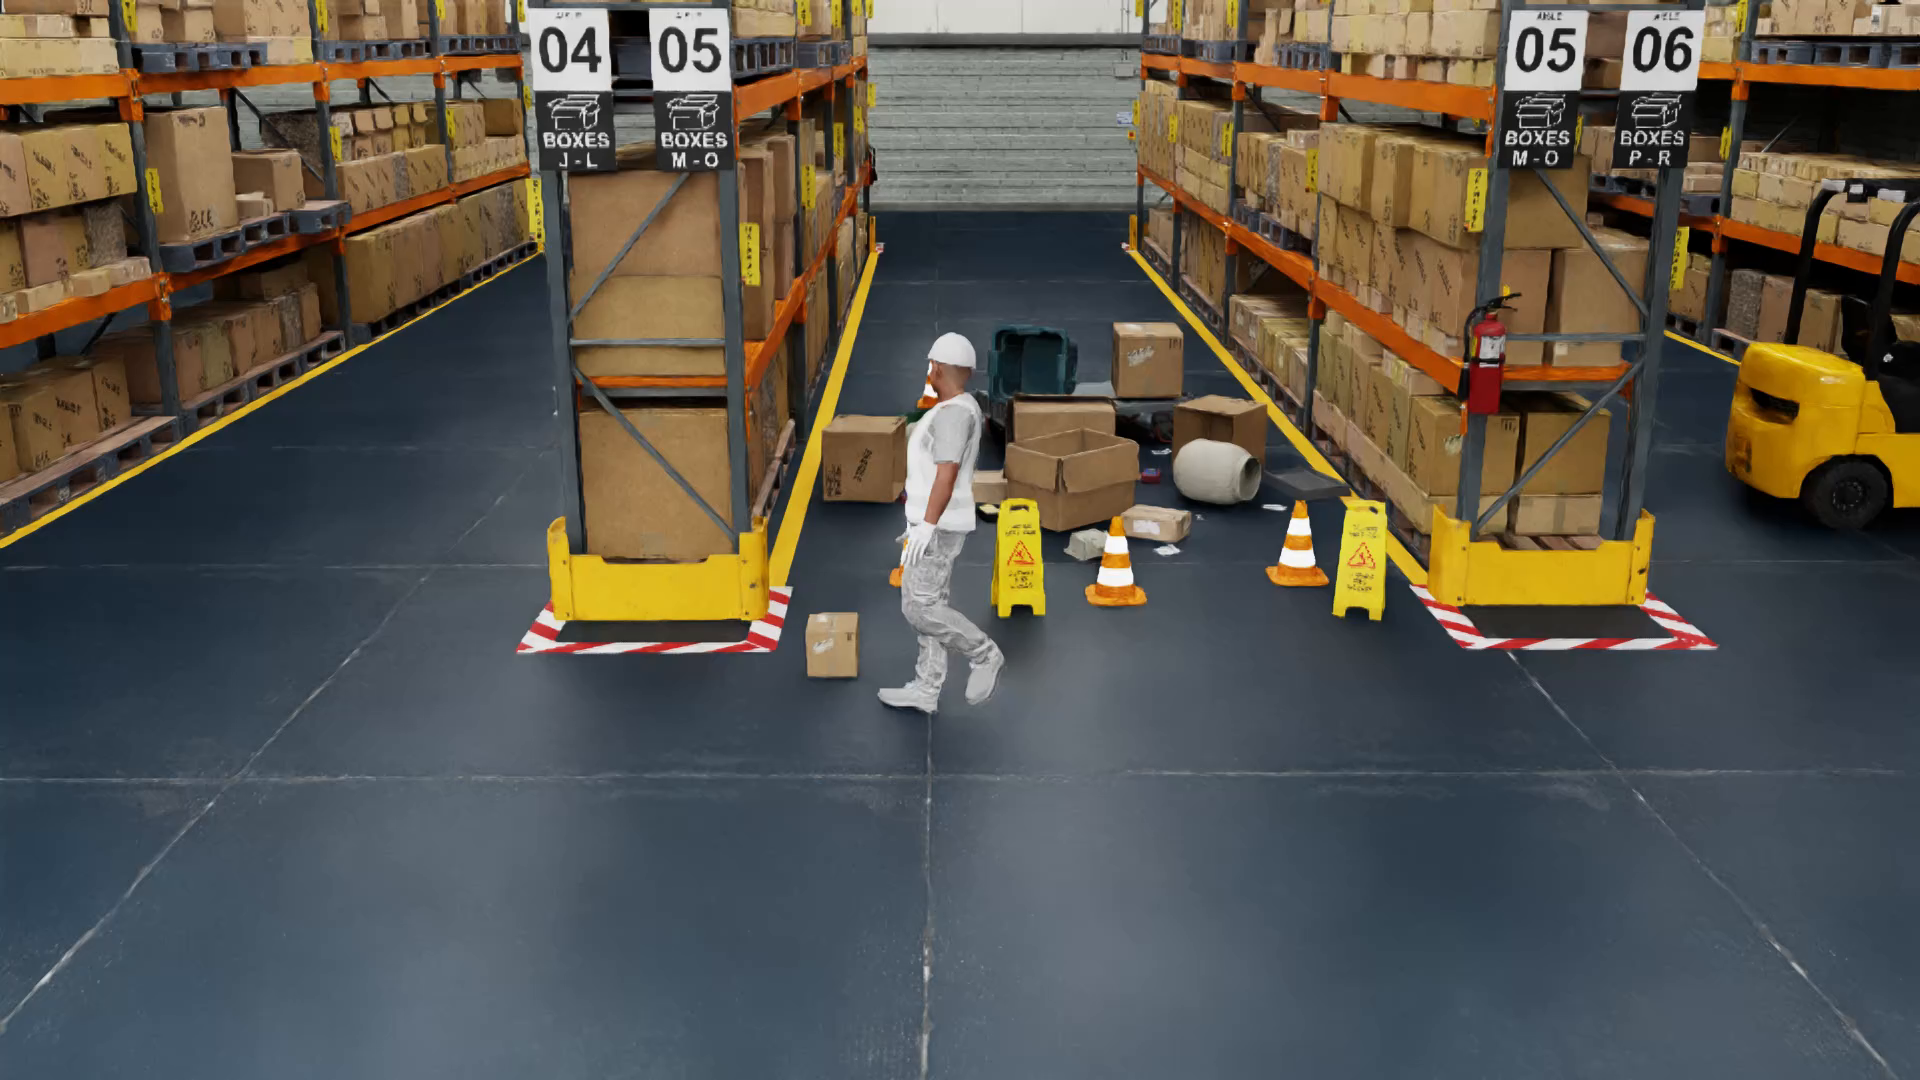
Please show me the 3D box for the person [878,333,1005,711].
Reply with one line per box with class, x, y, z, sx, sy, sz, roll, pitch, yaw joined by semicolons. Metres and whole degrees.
person;-0.090;-0.068;7.754;0.612;1.761;0.667;0;17;0
